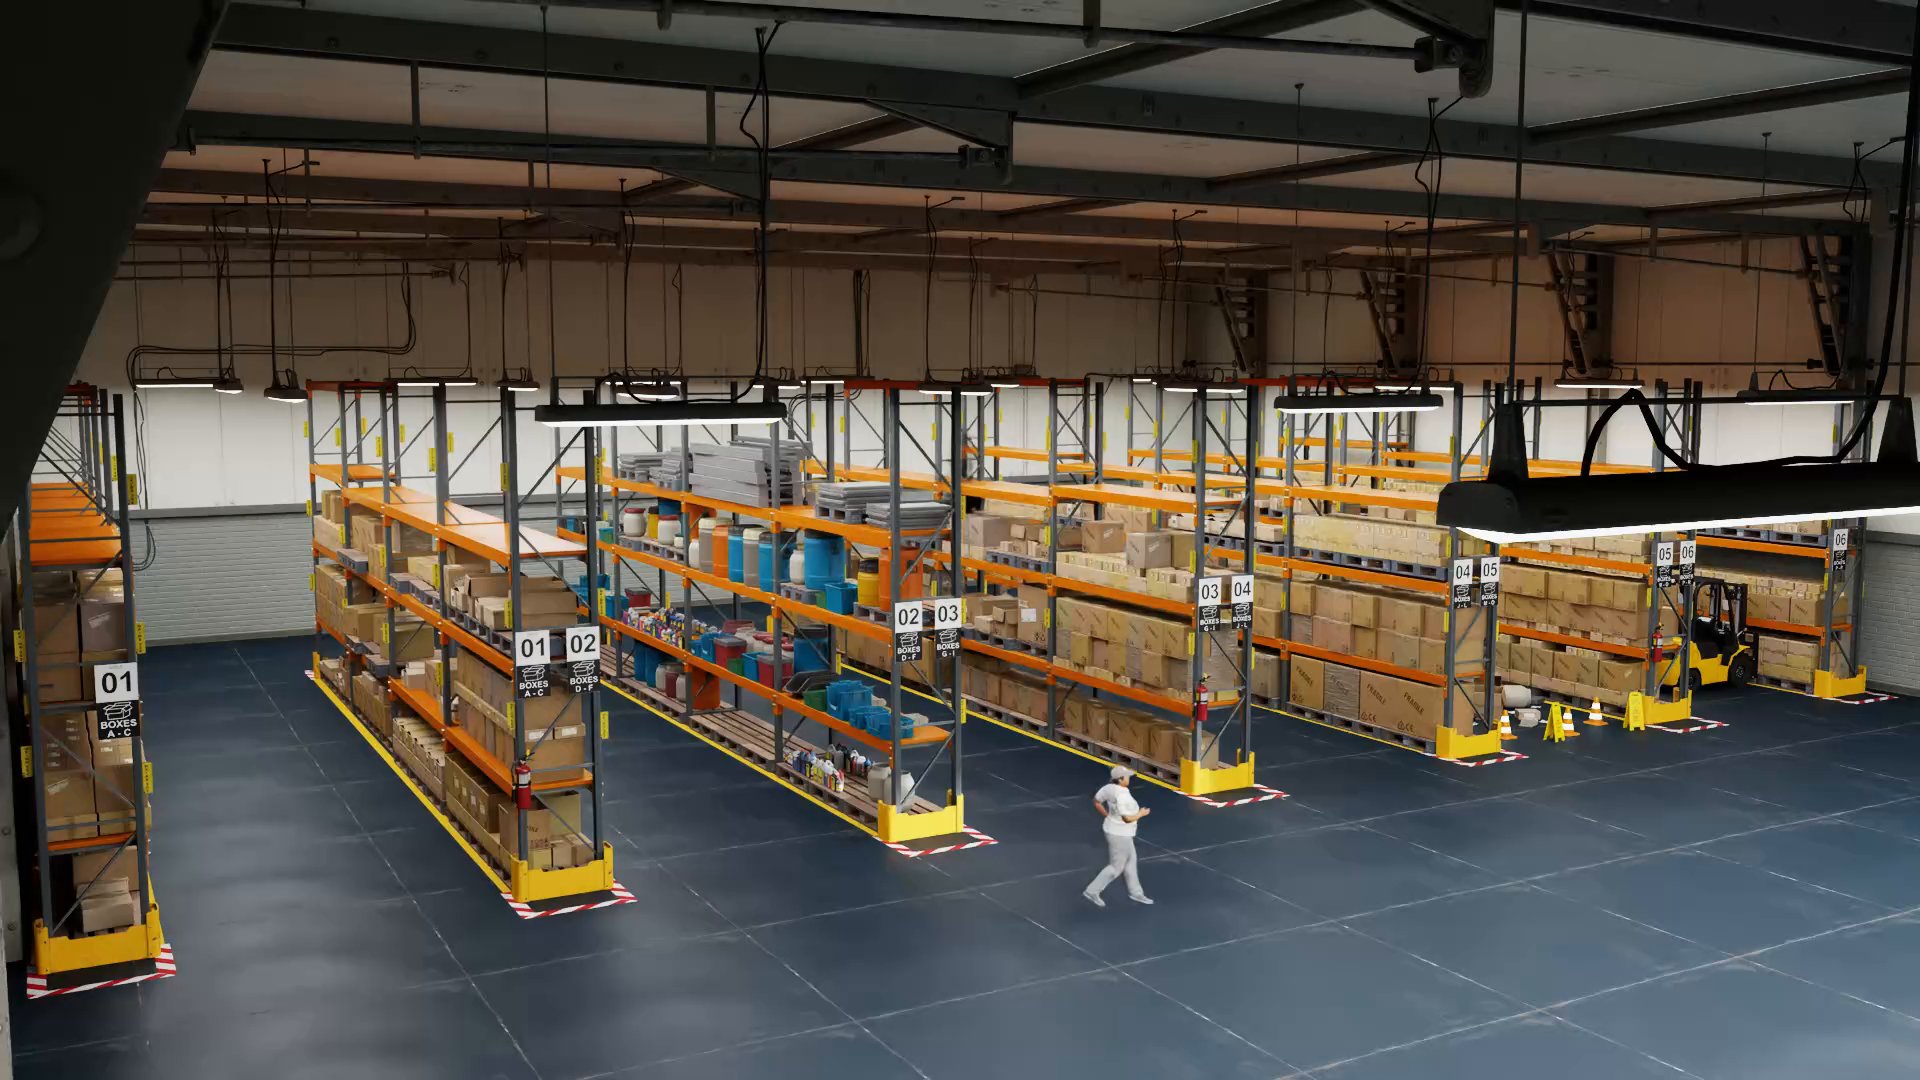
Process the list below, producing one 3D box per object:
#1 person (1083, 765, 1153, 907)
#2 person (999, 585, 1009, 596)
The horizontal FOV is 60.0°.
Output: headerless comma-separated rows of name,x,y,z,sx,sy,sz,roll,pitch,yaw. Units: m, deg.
person,1.843,3.442,19.252,0.874,1.691,0.598,-1,6,-9
person,1.102,0.994,42.195,0.898,1.718,0.701,6,8,43
